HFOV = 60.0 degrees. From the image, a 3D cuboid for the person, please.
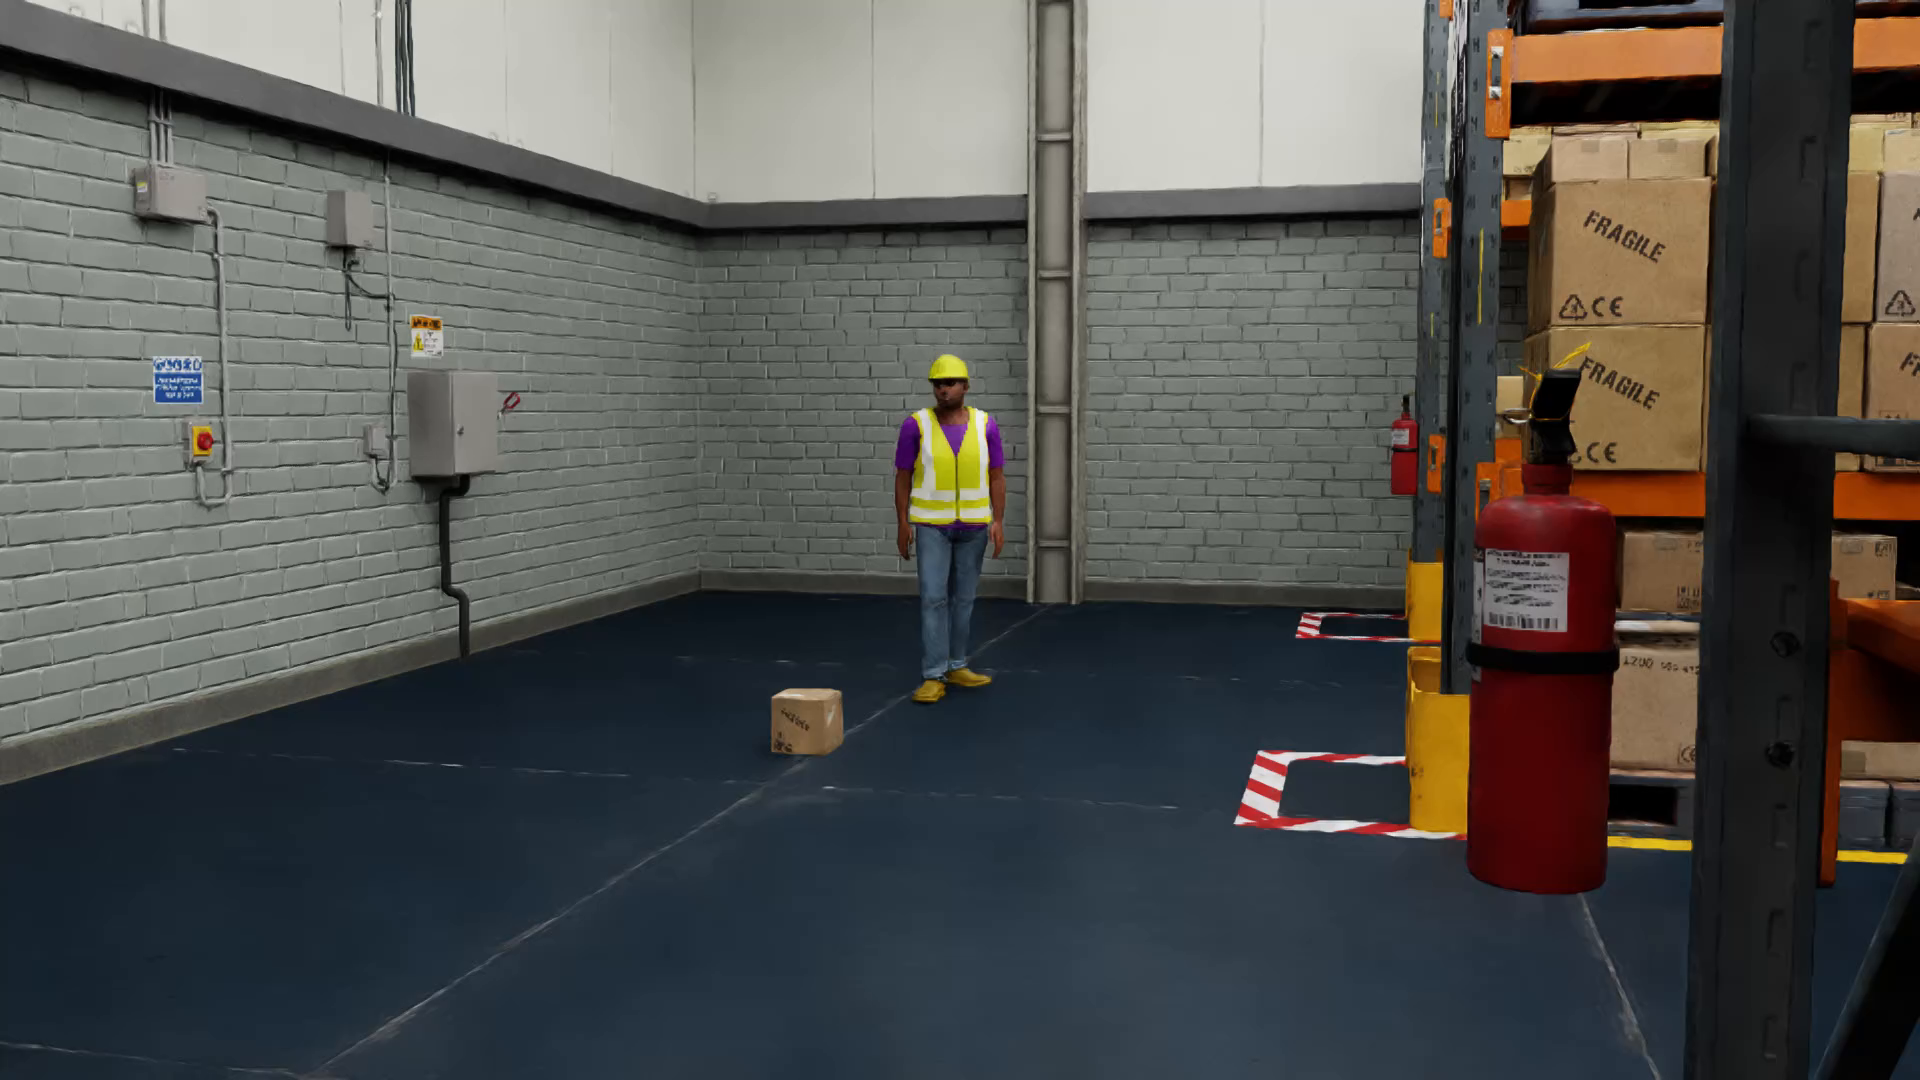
[{"bbox_3d":[-0.047,-0.074,8.661,0.576,1.775,0.480,-1,5,-16],"label":"person"}]
